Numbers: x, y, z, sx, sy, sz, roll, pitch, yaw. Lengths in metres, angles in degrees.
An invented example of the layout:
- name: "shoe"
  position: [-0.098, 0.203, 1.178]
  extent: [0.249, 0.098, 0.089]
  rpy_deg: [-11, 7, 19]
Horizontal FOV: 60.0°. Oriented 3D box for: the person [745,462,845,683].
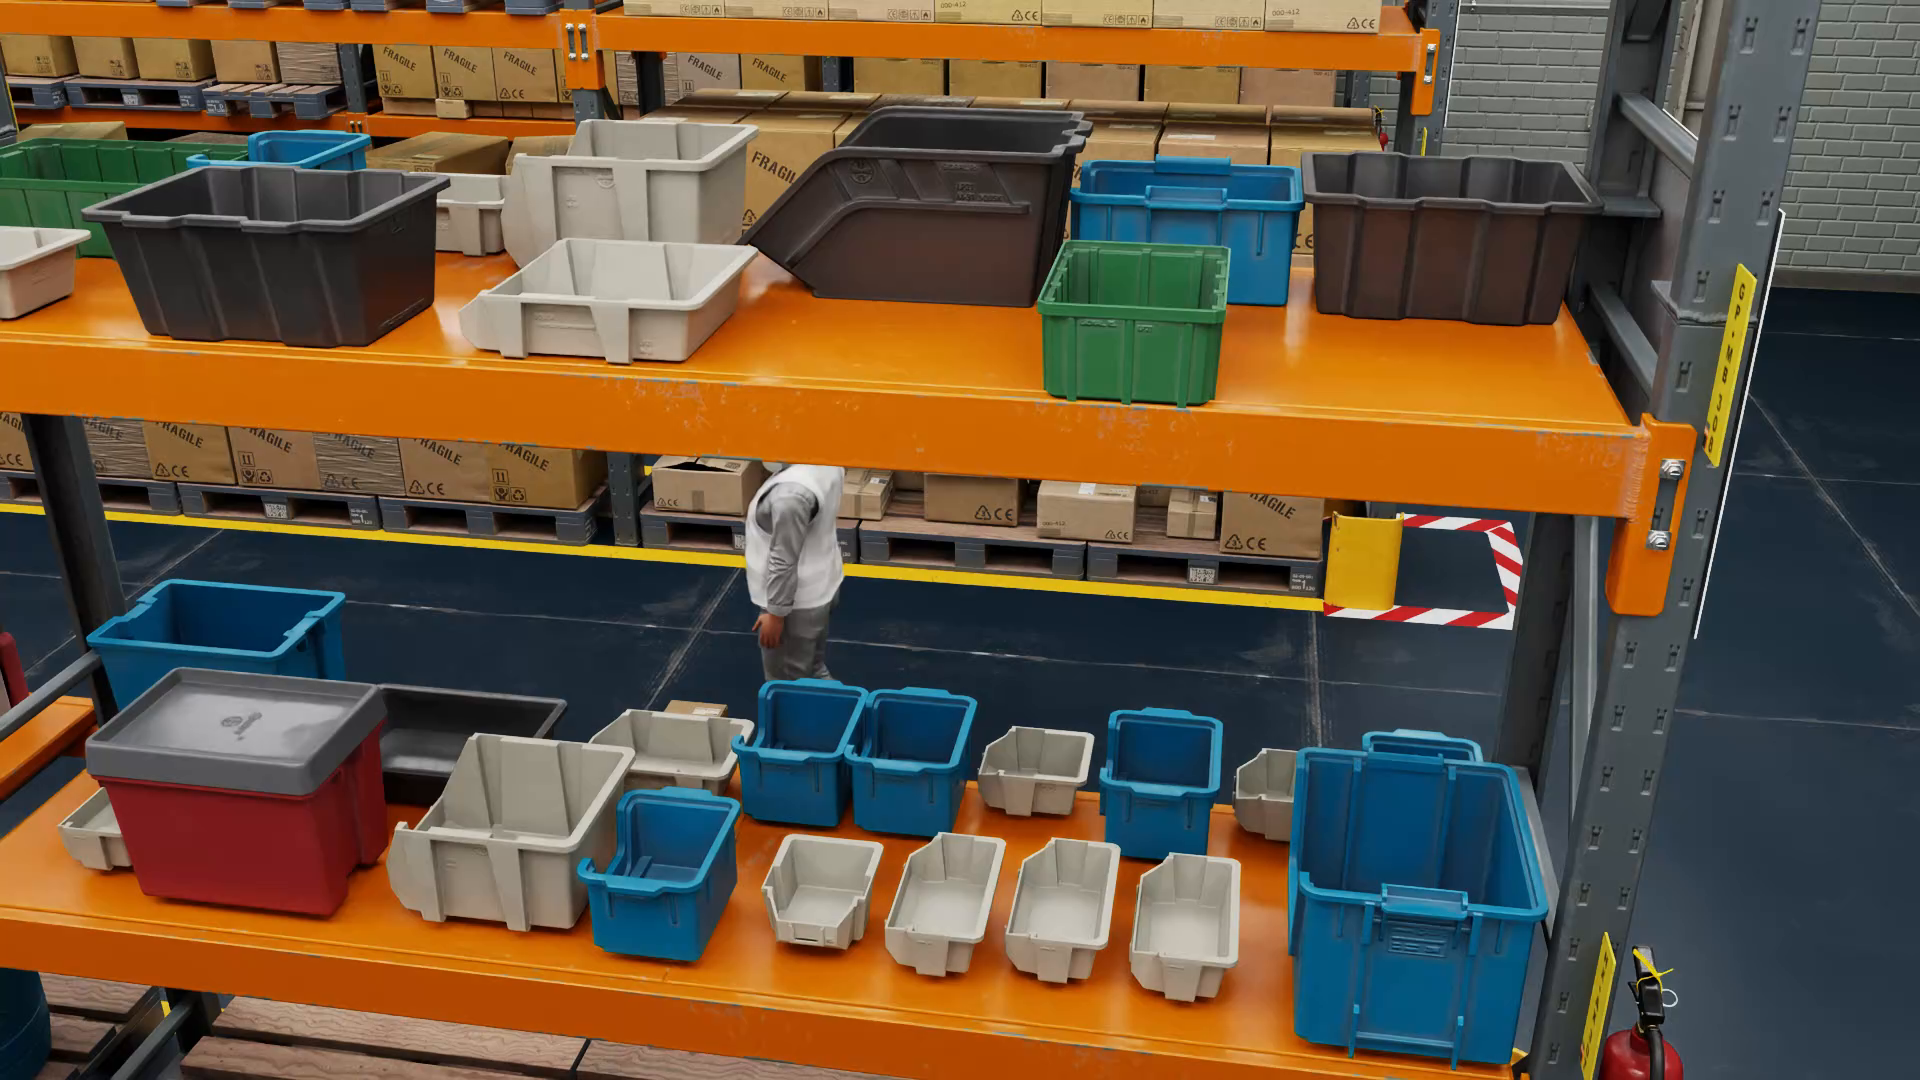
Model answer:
- name: "person"
  position: [-0.655, 0.214, 6.623]
  extent: [0.359, 1.766, 0.533]
  rpy_deg: [5, 25, 10]
